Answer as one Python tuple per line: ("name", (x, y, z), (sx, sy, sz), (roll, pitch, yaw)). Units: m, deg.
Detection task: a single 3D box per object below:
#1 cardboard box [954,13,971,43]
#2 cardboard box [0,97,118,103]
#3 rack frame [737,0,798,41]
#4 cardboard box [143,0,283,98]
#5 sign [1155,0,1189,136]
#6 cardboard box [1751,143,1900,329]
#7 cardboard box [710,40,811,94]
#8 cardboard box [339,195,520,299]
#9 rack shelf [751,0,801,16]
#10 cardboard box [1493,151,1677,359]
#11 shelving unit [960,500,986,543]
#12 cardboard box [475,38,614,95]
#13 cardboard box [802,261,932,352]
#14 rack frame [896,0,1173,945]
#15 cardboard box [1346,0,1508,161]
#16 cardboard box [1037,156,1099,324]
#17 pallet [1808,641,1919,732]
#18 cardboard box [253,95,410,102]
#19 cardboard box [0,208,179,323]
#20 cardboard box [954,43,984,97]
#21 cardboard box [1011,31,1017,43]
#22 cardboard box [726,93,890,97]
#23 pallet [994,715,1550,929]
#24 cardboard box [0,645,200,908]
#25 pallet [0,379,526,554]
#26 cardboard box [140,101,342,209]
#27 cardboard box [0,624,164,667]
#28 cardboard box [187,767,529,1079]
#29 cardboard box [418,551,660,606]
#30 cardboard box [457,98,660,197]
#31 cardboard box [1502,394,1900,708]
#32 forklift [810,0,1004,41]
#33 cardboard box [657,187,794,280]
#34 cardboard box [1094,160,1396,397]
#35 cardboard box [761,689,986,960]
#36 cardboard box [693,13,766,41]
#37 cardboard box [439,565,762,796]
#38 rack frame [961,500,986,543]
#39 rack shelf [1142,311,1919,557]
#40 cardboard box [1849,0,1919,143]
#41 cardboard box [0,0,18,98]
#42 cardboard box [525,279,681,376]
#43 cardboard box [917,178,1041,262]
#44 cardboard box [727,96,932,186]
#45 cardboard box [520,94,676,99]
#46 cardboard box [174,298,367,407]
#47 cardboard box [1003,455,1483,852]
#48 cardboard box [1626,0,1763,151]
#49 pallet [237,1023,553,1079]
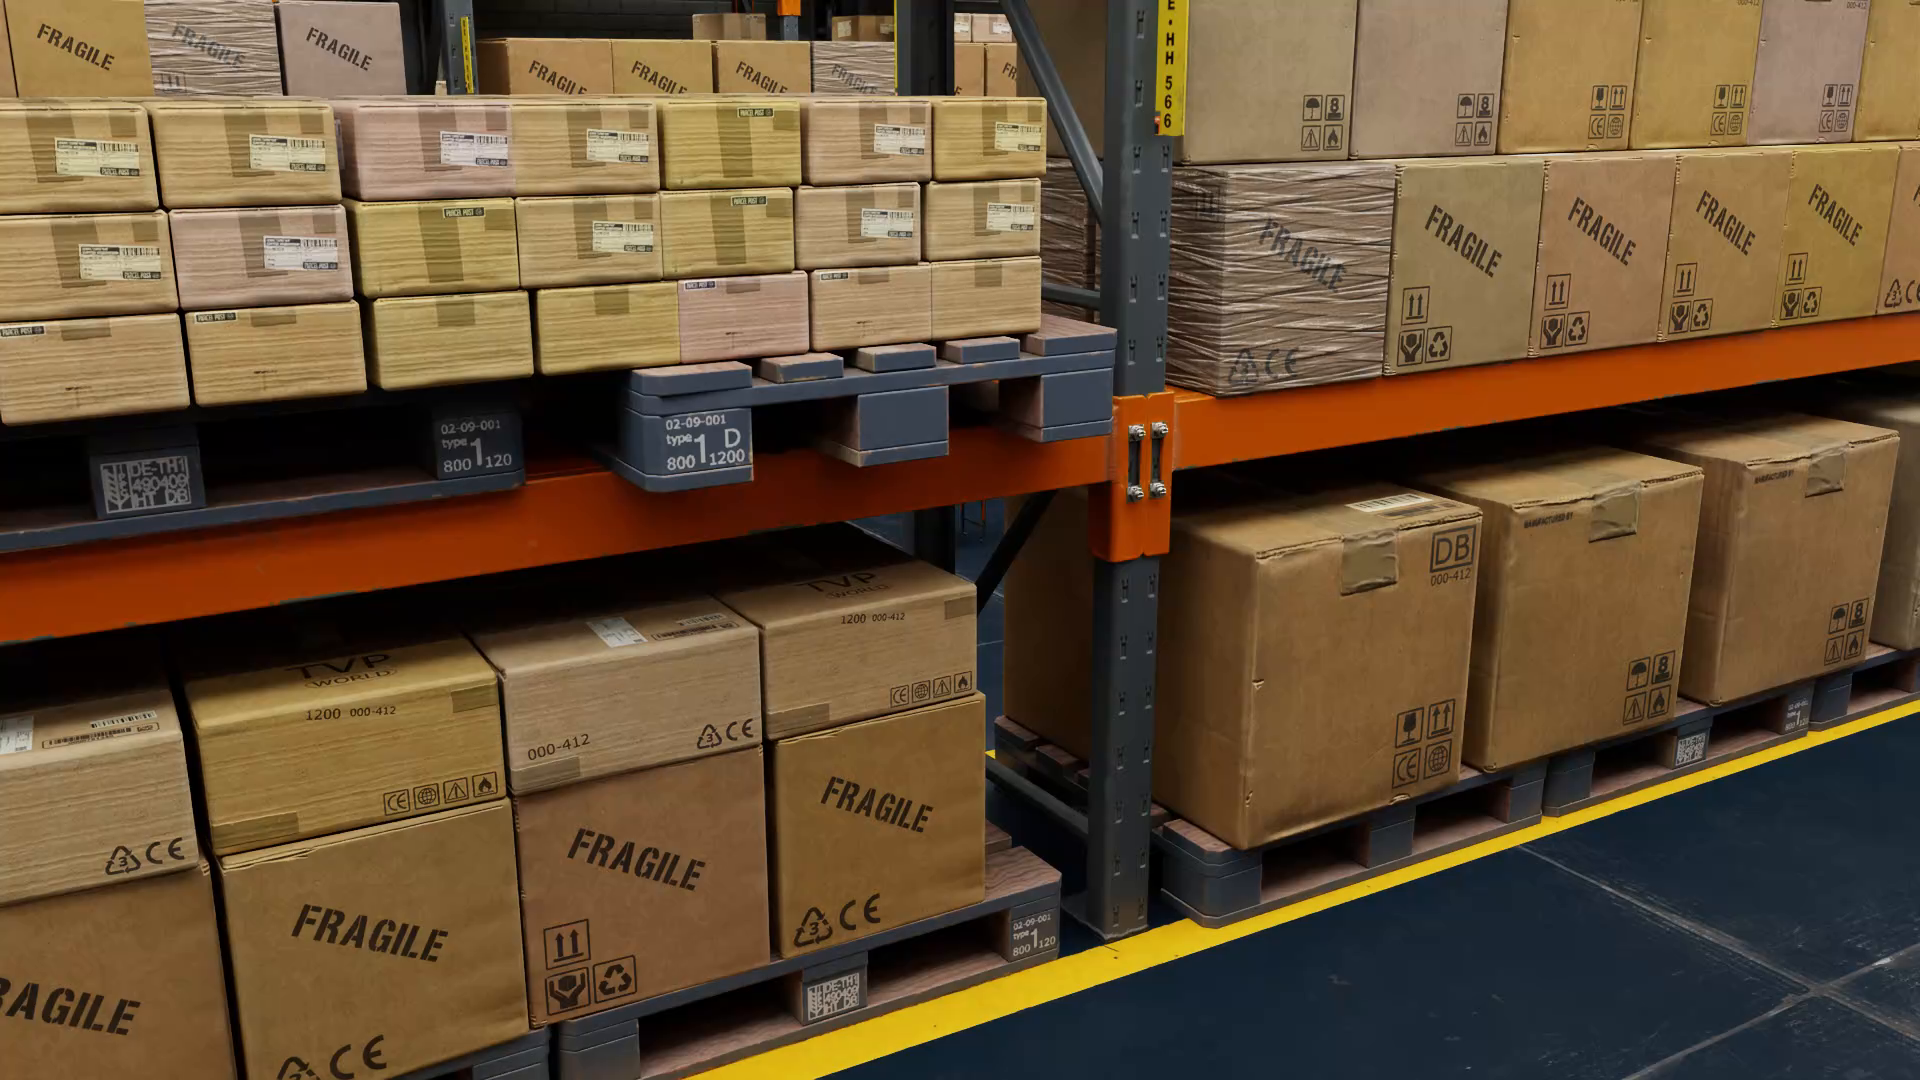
("cardboard box", (-0.148, -2.738, 8.902), (0.250, 0.149, 0.380), (-10, 19, -32))
("cardboard box", (-1.692, -0.735, 3.058), (0.250, 0.149, 0.380), (-10, 18, -30))
("rack frame", (-1.621, -3.438, 14.118), (0.127, 3.000, 1.000), (-9, 18, -30))
("cardboard box", (-3.235, -2.058, 7.158), (0.500, 0.500, 0.500), (-9, 18, -29))
("sign", (0.433, -0.998, 3.415), (0.005, 0.325, 0.100), (-9, 18, -30))
("cardboard box", (2.398, -0.932, 4.994), (0.500, 0.500, 0.500), (-9, 18, -29))
("cardboard box", (-1.091, -2.286, 8.495), (0.500, 0.500, 0.500), (-9, 18, -29))
("cardboard box", (-0.925, -0.510, 2.809), (0.250, 0.149, 0.380), (-9, 18, -30))
("rack shelf", (0.093, -4.814, 14.802), (4.000, 0.370, 1.077), (-9, 18, -30))
("cardboard box", (1.536, -0.793, 4.495), (0.500, 0.500, 0.500), (-9, 18, -30))
("shelving unit", (-0.046, -0.498, 7.242), (0.252, 1.050, 0.215), (-9, 18, -30))
("cardboard box", (-1.986, -2.137, 7.961), (0.500, 0.500, 0.500), (-10, 18, -31))
("cardboard box", (-0.254, -0.475, 3.236), (0.250, 0.149, 0.380), (-9, 18, -30))
("rack frame", (0.145, -0.603, 4.004), (0.127, 3.000, 1.000), (-9, 18, -30))
("cardboard box", (0.968, -1.263, 4.322), (0.500, 0.500, 0.700), (-10, 18, -31))
("cardboard box", (0.393, -0.776, 4.436), (0.500, 0.500, 0.500), (-9, 18, -30))
("pallet", (2.952, 0.308, 5.919), (1.213, 0.211, 1.003), (-9, 18, -30))
("cardboard box", (-1.250, -0.806, 3.312), (0.250, 0.149, 0.380), (-8, 18, -27))
("cardboard box", (-1.369, -0.438, 2.551), (0.250, 0.149, 0.380), (-10, 18, -31))
("cardboard box", (-0.209, -2.427, 8.997), (0.500, 0.500, 0.500), (-9, 18, -28))
("cardboard box", (0.353, -3.013, 9.884), (0.250, 0.149, 0.380), (-9, 18, -30))
("cardboard box", (-0.354, -0.951, 3.830), (0.250, 0.149, 0.380), (-9, 18, -30))
("pallet", (0.860, 0.647, 4.709), (1.213, 0.211, 1.003), (-9, 18, -30))
("cardboard box", (-1.619, 0.407, 2.864), (0.500, 0.250, 0.500), (-8, 18, -28))
("pallet", (-1.530, -0.226, 3.015), (1.213, 0.211, 1.003), (-9, 18, -30))
("cardboard box", (-1.148, -0.617, 2.640), (0.250, 0.149, 0.380), (-8, 18, -27))
("cardboard box", (-1.882, 0.286, 3.296), (0.500, 0.250, 0.500), (-10, 19, -32))
("cardboard box", (-1.176, 0.699, 3.213), (0.500, 0.500, 0.500), (-10, 19, -32))
("cardboard box", (-1.005, 0.148, 3.790), (0.500, 0.250, 0.500), (-9, 18, -30))
("cardboard box", (-0.707, -0.688, 2.892), (0.250, 0.149, 0.380), (-9, 18, -28))
("cardboard box", (2.260, -0.038, 5.377), (0.750, 0.750, 1.050), (-9, 18, -30))
("forklift", (-0.267, -2.877, 12.242), (3.031, 2.935, 1.130), (-9, 18, -30))
("cardboard box", (-0.496, -0.579, 3.054), (0.250, 0.149, 0.380), (-9, 18, -28))
("cardboard box", (0.669, -0.651, 3.990), (0.500, 0.500, 0.500), (-9, 18, -29))
("cardboard box", (-0.284, 0.550, 3.743), (0.500, 0.500, 0.500), (-9, 18, -30))
("cardboard box", (-1.233, -2.733, 8.886), (0.250, 0.149, 0.380), (-10, 19, -32))
("cardboard box", (-0.733, 0.266, 3.369), (0.500, 0.250, 0.500), (-9, 18, -29))
("rack frame", (0.059, -0.515, 7.302), (0.008, 1.050, 0.200), (-9, 18, -30))
("rack shelf", (1.860, -0.535, 5.093), (4.000, 0.370, 1.077), (-9, 18, -30))
("cardboard box", (2.712, -1.546, 5.331), (0.500, 0.500, 0.700), (-10, 18, -31))
("cardboard box", (-4.101, -1.922, 6.672), (0.500, 0.500, 0.500), (-10, 18, -31))
("cardboard box", (-0.690, -0.406, 2.987), (0.250, 0.149, 0.380), (-9, 18, -30))
("cardboard box", (-0.044, -0.654, 3.320), (0.250, 0.149, 0.380), (-9, 18, -29))
("cardboard box", (-0.255, -0.762, 3.157), (0.250, 0.149, 0.380), (-9, 18, -30))
("cardboard box", (-0.792, -0.880, 3.578), (0.250, 0.149, 0.380), (-9, 18, -30))
("cardboard box", (-1.143, -0.332, 2.726), (0.250, 0.149, 0.380), (-9, 18, -28))
("cardboard box", (0.714, 0.214, 4.479), (0.750, 0.750, 1.050), (-9, 18, -30))
("cardboard box", (1.845, -1.406, 4.832), (0.500, 0.500, 0.700), (-9, 18, -30))
("pallet", (-1.570, 1.016, 3.393), (1.213, 0.211, 1.003), (-9, 18, -30))
